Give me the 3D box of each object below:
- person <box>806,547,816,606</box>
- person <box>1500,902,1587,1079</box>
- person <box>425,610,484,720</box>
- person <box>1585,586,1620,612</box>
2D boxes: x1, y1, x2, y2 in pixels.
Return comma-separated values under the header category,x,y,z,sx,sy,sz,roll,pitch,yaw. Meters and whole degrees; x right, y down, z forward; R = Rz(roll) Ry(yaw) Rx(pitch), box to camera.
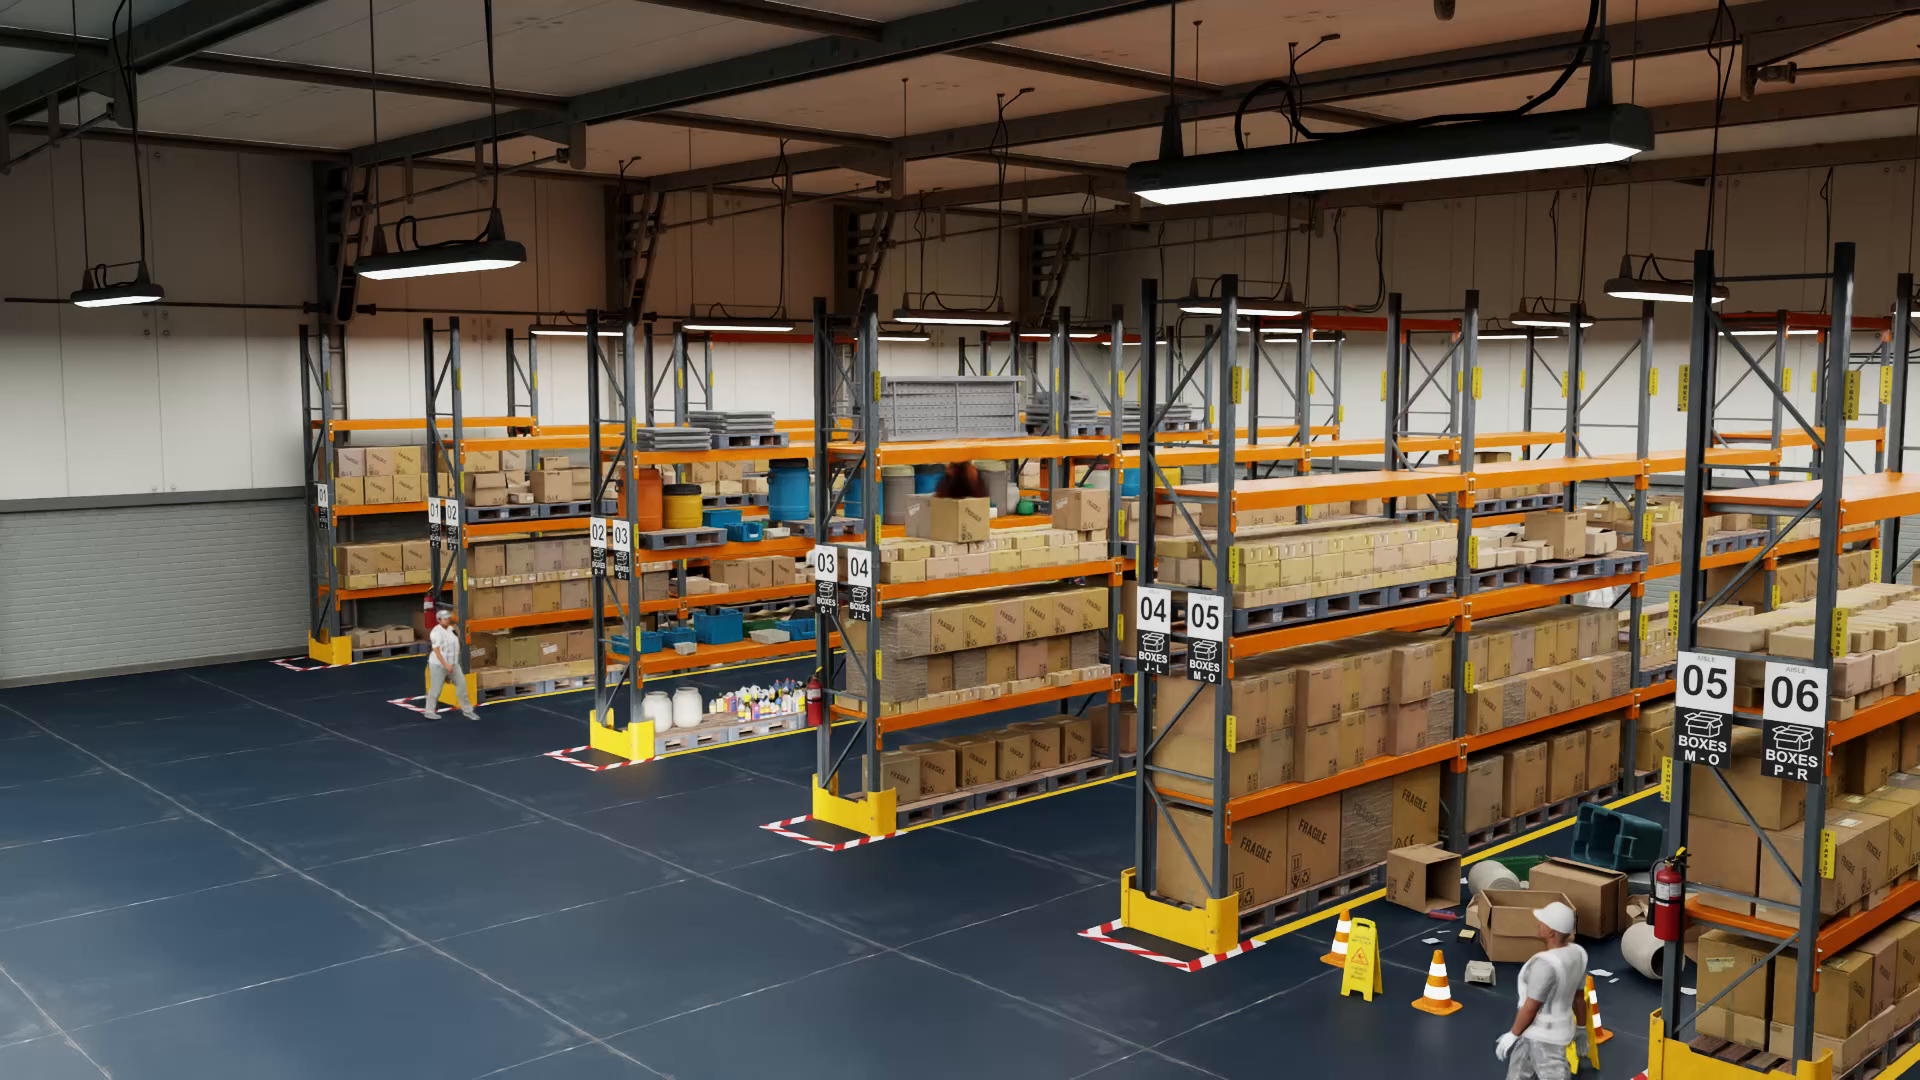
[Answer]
category,x,y,z,sx,sy,sz,roll,pitch,yaw
person,-3.014,0.776,35.197,0.499,1.698,0.405,-4,7,-35
person,3.814,3.211,10.814,1.025,1.756,0.542,3,6,24
person,-7.549,1.858,24.651,0.854,1.650,0.543,2,6,18
person,11.638,1.243,30.163,0.571,1.734,0.640,-1,6,-6
